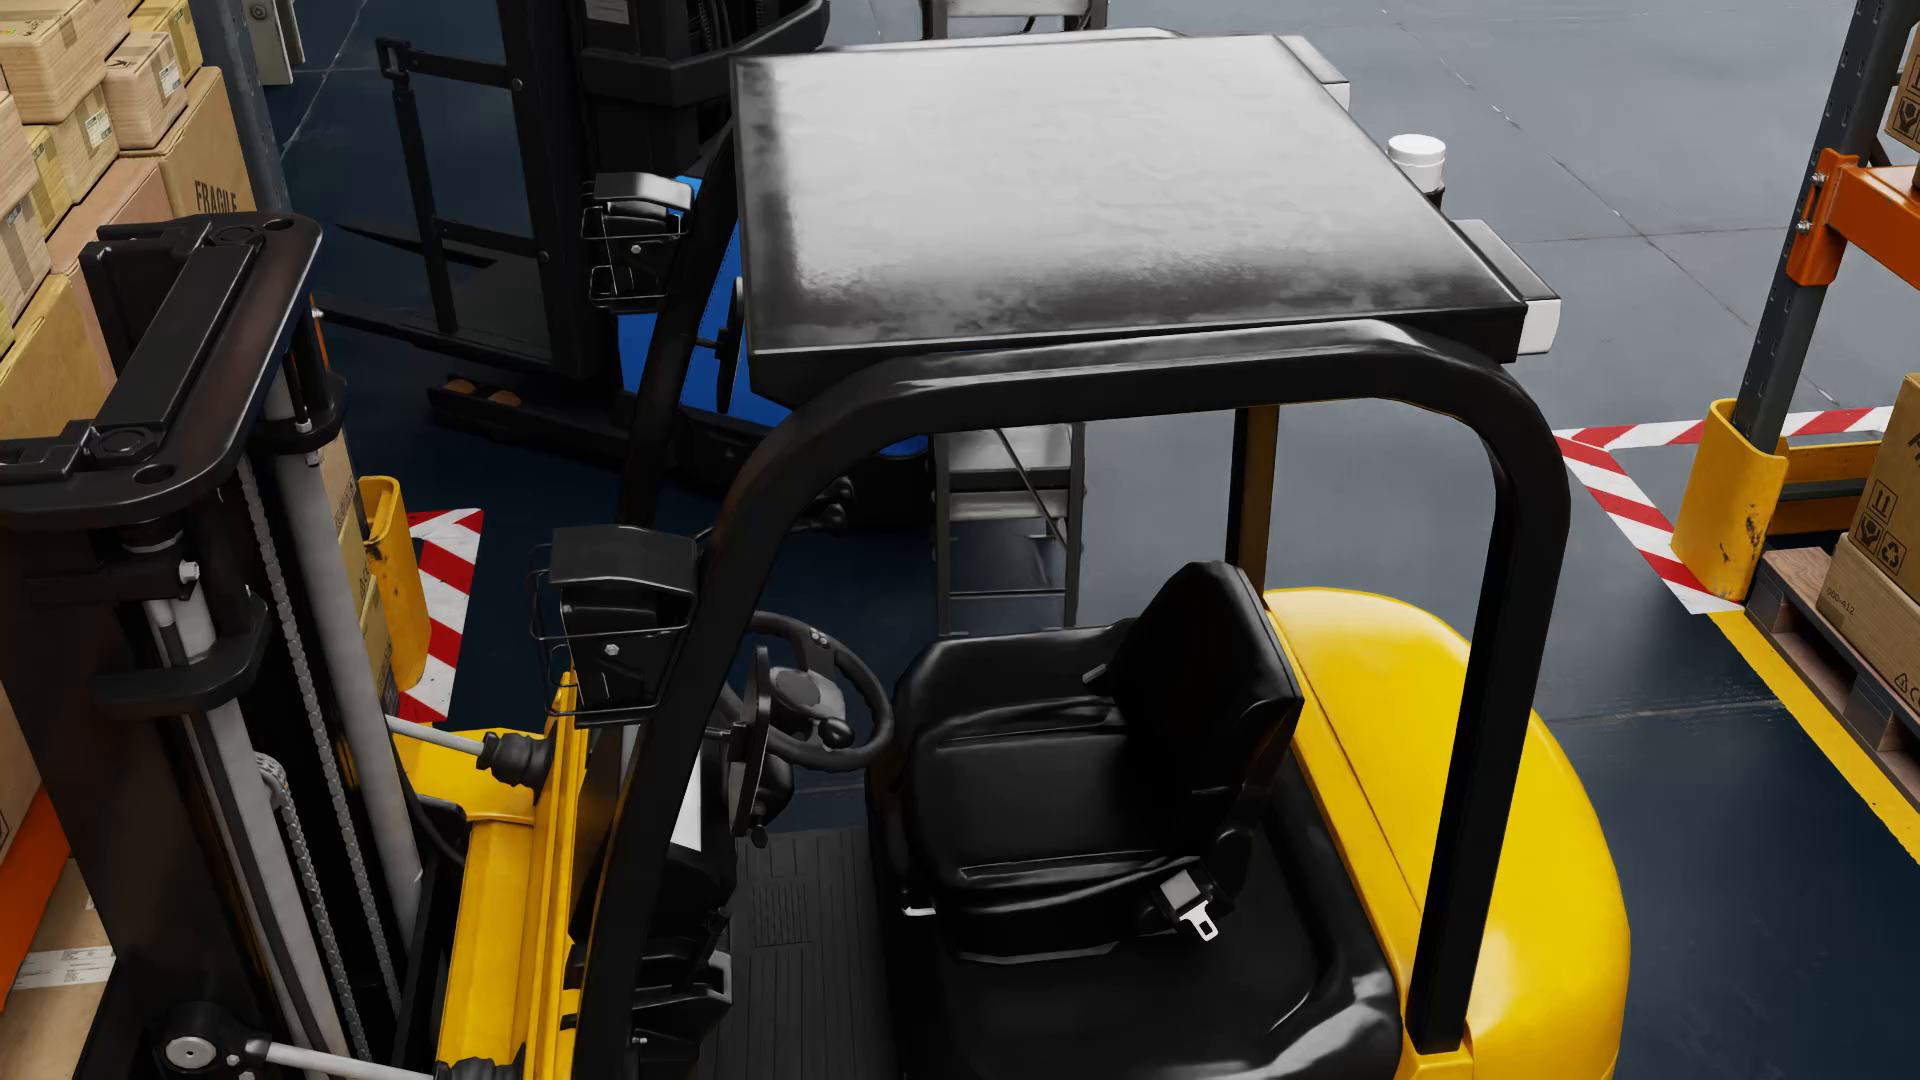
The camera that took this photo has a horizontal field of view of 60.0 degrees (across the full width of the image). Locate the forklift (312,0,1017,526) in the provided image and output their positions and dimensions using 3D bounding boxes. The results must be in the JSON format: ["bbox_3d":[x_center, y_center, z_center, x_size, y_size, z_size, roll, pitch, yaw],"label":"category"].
[{"bbox_3d":[-1.286,-1.810,5.303,3.031,2.935,1.130,15,37,21],"label":"forklift"}]

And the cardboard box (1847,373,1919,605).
[{"bbox_3d":[2.650,-0.097,4.131,0.500,0.500,0.500,-5,35,-8],"label":"cardboard box"}]

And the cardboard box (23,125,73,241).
[{"bbox_3d":[-1.722,-0.564,2.749,0.380,0.149,0.250,-5,35,-7],"label":"cardboard box"}]

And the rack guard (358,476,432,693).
[{"bbox_3d":[-2.109,0.164,4.566,1.175,0.500,0.348,-4,35,-6],"label":"rack guard"}]

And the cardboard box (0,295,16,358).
[{"bbox_3d":[-1.585,-0.279,2.331,0.380,0.149,0.250,-4,34,-6],"label":"cardboard box"}]

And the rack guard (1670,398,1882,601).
[{"bbox_3d":[2.822,-0.159,5.039,1.175,0.500,0.348,-4,35,-6],"label":"rack guard"}]

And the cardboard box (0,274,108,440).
[{"bbox_3d":[-1.650,-0.066,2.595,0.500,0.500,0.500,-5,35,-7],"label":"cardboard box"}]

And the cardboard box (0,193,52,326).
[{"bbox_3d":[-1.639,-0.419,2.536,0.380,0.149,0.250,-5,35,-8],"label":"cardboard box"}]

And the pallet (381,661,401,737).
[{"bbox_3d":[-1.962,0.720,4.006,1.003,0.211,1.213,-4,35,-6],"label":"pallet"}]

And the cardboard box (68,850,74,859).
[{"bbox_3d":[-1.583,0.492,3.045,0.500,0.250,0.500,-4,34,-6],"label":"cardboard box"}]

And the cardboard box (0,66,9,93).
[{"bbox_3d":[-1.763,-0.681,2.656,0.380,0.149,0.250,-4,34,-6],"label":"cardboard box"}]

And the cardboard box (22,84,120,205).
[{"bbox_3d":[-1.744,-0.703,2.954,0.380,0.149,0.250,-4,34,-5],"label":"cardboard box"}]

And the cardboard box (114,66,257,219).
[{"bbox_3d":[-1.780,-0.643,3.440,0.500,0.500,0.500,-5,35,-7],"label":"cardboard box"}]

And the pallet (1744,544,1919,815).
[{"bbox_3d":[2.896,0.417,4.451,1.003,0.211,1.213,-4,35,-6],"label":"pallet"}]

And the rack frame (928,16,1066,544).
[{"bbox_3d":[0.107,-0.867,4.657,0.400,2.100,0.015,-2,34,-3],"label":"rack frame"}]

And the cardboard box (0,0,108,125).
[{"bbox_3d":[-1.723,-0.825,2.868,0.380,0.149,0.250,-4,34,-5],"label":"cardboard box"}]

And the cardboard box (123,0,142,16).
[{"bbox_3d":[-1.849,-1.104,3.278,0.380,0.149,0.250,-4,35,-6],"label":"cardboard box"}]

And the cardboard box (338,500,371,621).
[{"bbox_3d":[-1.731,0.148,3.994,0.500,0.250,0.500,-5,35,-7],"label":"cardboard box"}]

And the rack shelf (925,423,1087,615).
[{"bbox_3d":[0.122,-0.140,4.858,0.431,0.518,0.480,-2,34,-3],"label":"rack shelf"}]

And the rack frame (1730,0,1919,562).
[{"bbox_3d":[2.812,-1.234,4.397,1.000,3.000,0.127,-4,35,-6],"label":"rack frame"}]

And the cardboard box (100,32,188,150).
[{"bbox_3d":[-1.718,-0.853,3.173,0.380,0.149,0.250,-4,34,-6],"label":"cardboard box"}]

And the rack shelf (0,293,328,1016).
[{"bbox_3d":[-1.837,0.557,2.407,1.077,0.370,4.000,-4,35,-6],"label":"rack shelf"}]

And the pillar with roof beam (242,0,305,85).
[{"bbox_3d":[0.553,-6.552,6.874,9.100,9.000,0.400,-4,35,-6],"label":"pillar with roof beam"}]

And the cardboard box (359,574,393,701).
[{"bbox_3d":[-1.730,0.345,4.149,0.500,0.250,0.500,-4,34,-6],"label":"cardboard box"}]

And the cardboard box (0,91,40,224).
[{"bbox_3d":[-1.618,-0.544,2.455,0.380,0.149,0.250,-4,34,-5],"label":"cardboard box"}]

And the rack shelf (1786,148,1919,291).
[{"bbox_3d":[3.081,0.179,2.962,1.077,0.370,4.000,-4,35,-6],"label":"rack shelf"}]

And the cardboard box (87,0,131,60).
[{"bbox_3d":[-1.785,-0.969,3.079,0.380,0.149,0.250,-4,35,-6],"label":"cardboard box"}]

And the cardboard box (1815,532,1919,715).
[{"bbox_3d":[2.646,0.200,4.362,0.500,0.250,0.500,-5,35,-7],"label":"cardboard box"}]

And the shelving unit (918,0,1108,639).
[{"bbox_3d":[0.122,-0.729,4.456,0.431,2.100,0.503,-2,34,-3],"label":"shelving unit"}]

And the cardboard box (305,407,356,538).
[{"bbox_3d":[-1.735,-0.073,3.874,0.500,0.250,0.500,-3,34,-5],"label":"cardboard box"}]

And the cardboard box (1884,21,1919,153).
[{"bbox_3d":[2.601,-1.113,3.866,0.500,0.500,0.500,-5,35,-7],"label":"cardboard box"}]

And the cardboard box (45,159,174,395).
[{"bbox_3d":[-1.719,-0.352,3.015,0.500,0.500,0.500,-3,34,-5],"label":"cardboard box"}]

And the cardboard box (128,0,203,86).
[{"bbox_3d":[-1.782,-0.993,3.379,0.380,0.149,0.250,-4,34,-6],"label":"cardboard box"}]

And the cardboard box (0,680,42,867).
[{"bbox_3d":[-1.571,0.213,2.185,0.500,0.500,0.500,-4,34,-6],"label":"cardboard box"}]

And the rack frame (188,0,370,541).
[{"bbox_3d":[-2.106,-0.856,3.842,1.000,3.000,0.127,-4,35,-6],"label":"rack frame"}]

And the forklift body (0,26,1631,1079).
[{"bbox_3d":[-0.043,0.415,2.731,2.313,2.155,1.214,-4,35,-6],"label":"forklift body"}]

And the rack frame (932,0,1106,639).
[{"bbox_3d":[0.136,-0.592,4.255,0.400,2.100,0.015,-2,34,-3],"label":"rack frame"}]

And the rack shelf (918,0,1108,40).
[{"bbox_3d":[0.122,-1.297,4.069,0.431,0.518,0.480,-2,34,-3],"label":"rack shelf"}]

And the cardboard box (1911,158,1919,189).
[{"bbox_3d":[2.653,-0.925,4.167,0.380,0.149,0.250,-4,35,-6],"label":"cardboard box"}]

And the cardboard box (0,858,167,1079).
[{"bbox_3d":[-1.522,0.776,2.629,0.500,0.250,0.500,-5,35,-7],"label":"cardboard box"}]
